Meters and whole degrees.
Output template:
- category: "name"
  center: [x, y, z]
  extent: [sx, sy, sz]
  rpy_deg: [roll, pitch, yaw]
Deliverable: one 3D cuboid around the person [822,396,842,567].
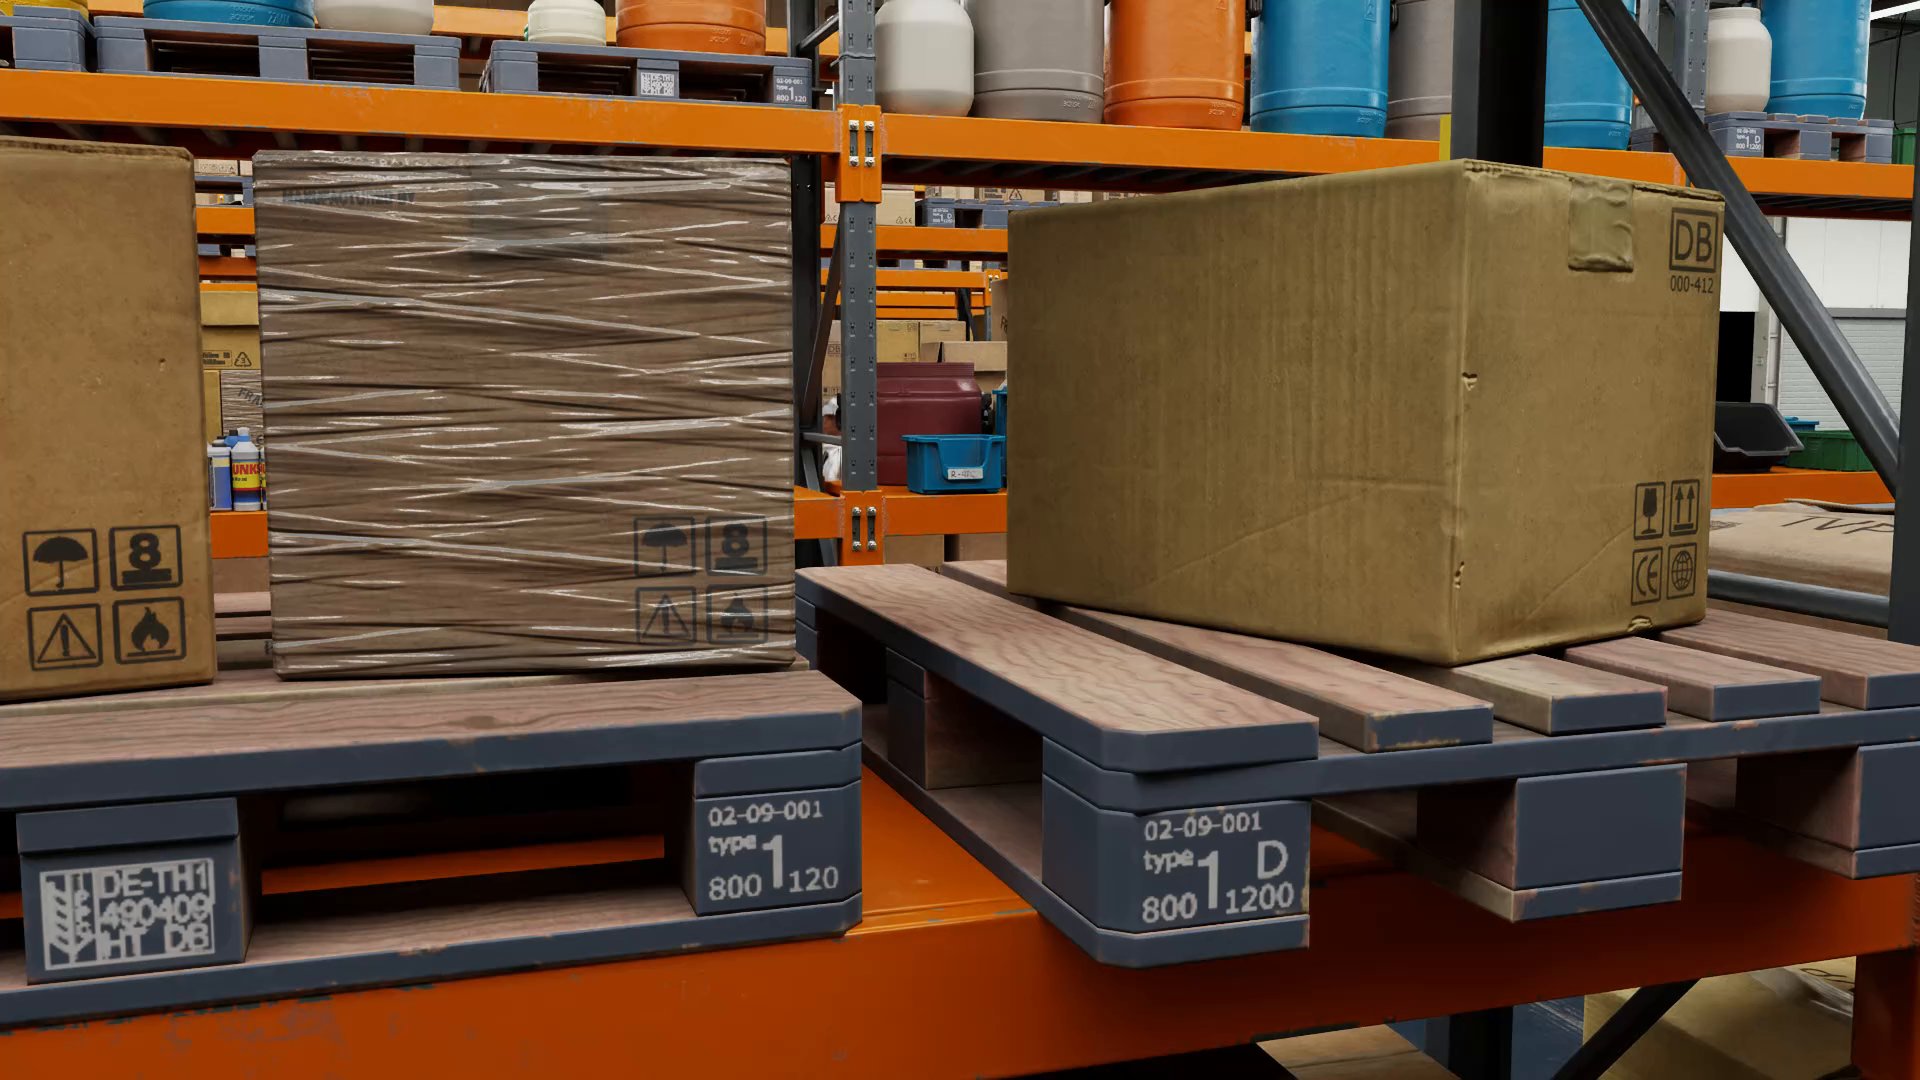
- category: "person"
  center: [-0.777, 0.018, 9.382]
  extent: [0.532, 1.662, 0.457]
  rpy_deg: [-1, 6, -14]
